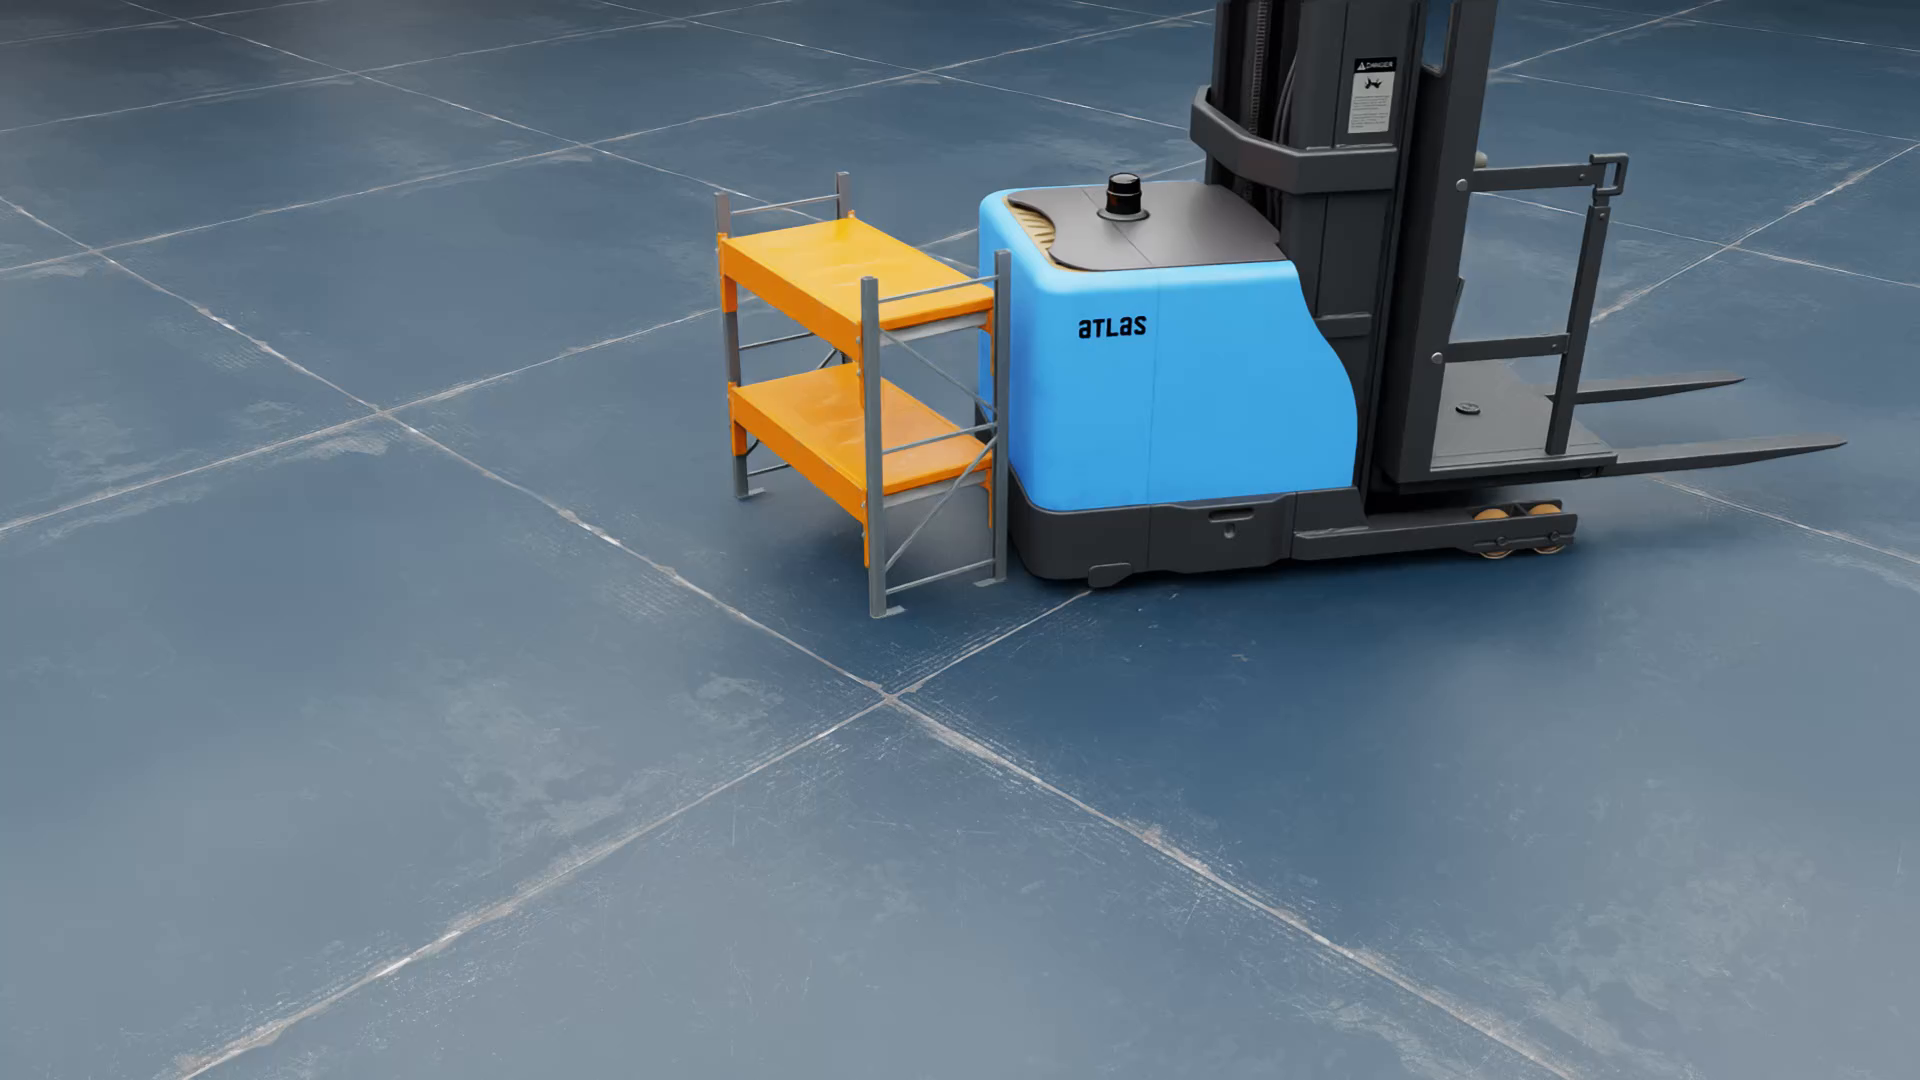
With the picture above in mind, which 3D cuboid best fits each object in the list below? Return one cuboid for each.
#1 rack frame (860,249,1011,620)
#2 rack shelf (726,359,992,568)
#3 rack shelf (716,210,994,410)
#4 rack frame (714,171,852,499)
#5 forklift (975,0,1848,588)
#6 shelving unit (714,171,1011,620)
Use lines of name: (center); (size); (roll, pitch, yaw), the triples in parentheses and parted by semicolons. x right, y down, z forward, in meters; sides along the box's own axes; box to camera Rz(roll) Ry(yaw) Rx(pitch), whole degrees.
rack frame: (-0.066, -0.310, 5.132); (0.500, 1.125, 0.032); (-16, 32, -28)
rack shelf: (-0.333, -0.295, 5.628); (0.538, 0.278, 1.000); (-16, 32, -28)
rack shelf: (-0.333, -0.771, 5.378); (0.538, 0.278, 1.000); (-16, 32, -28)
rack frame: (-0.600, -0.713, 5.898); (0.500, 1.125, 0.032); (-16, 32, -28)
forklift: (1.623, -1.469, 5.394); (3.031, 2.935, 1.130); (-5, 28, -10)
shelving unit: (-0.333, -0.512, 5.515); (0.538, 1.125, 1.048); (-16, 32, -28)
